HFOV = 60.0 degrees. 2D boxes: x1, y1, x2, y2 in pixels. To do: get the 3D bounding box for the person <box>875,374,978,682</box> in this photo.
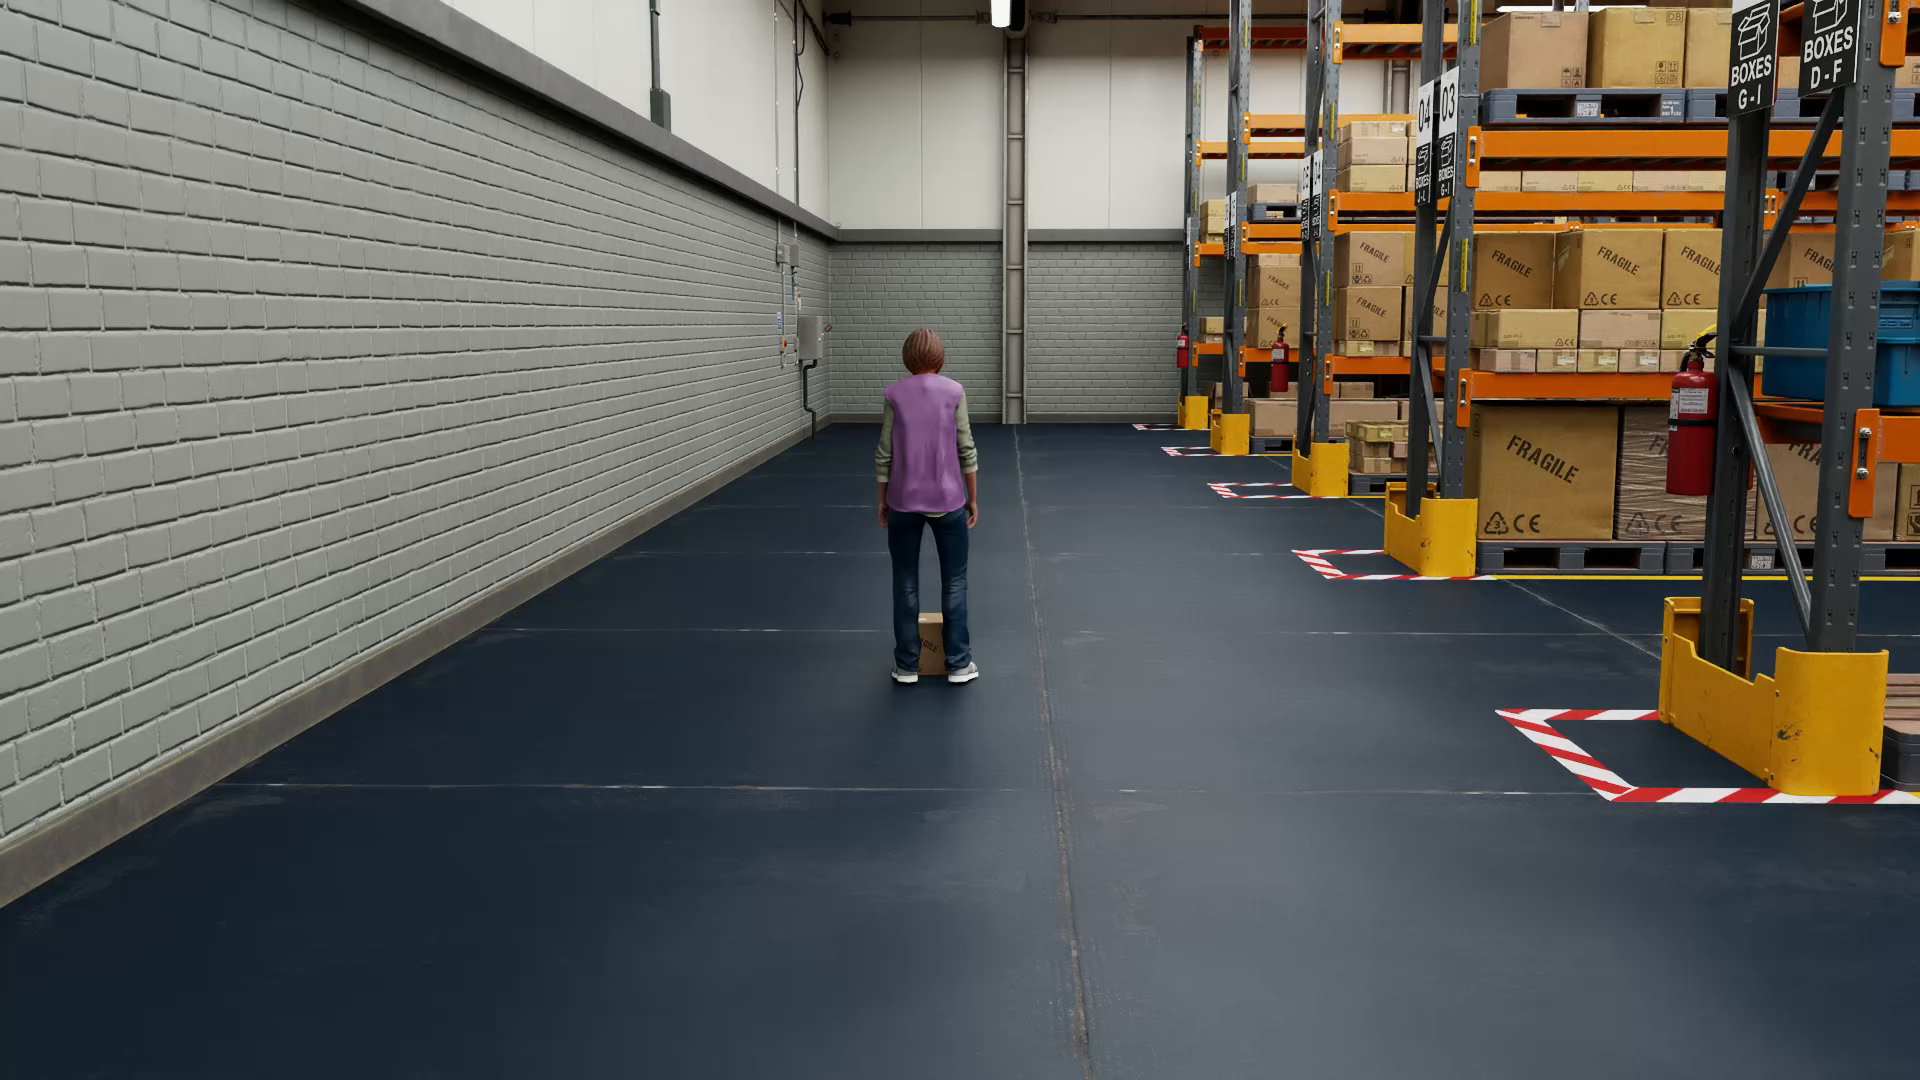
[{"bbox_3d":[-0.149,-0.046,7.467,0.460,1.388,0.338,0,7,2],"label":"person"}]
